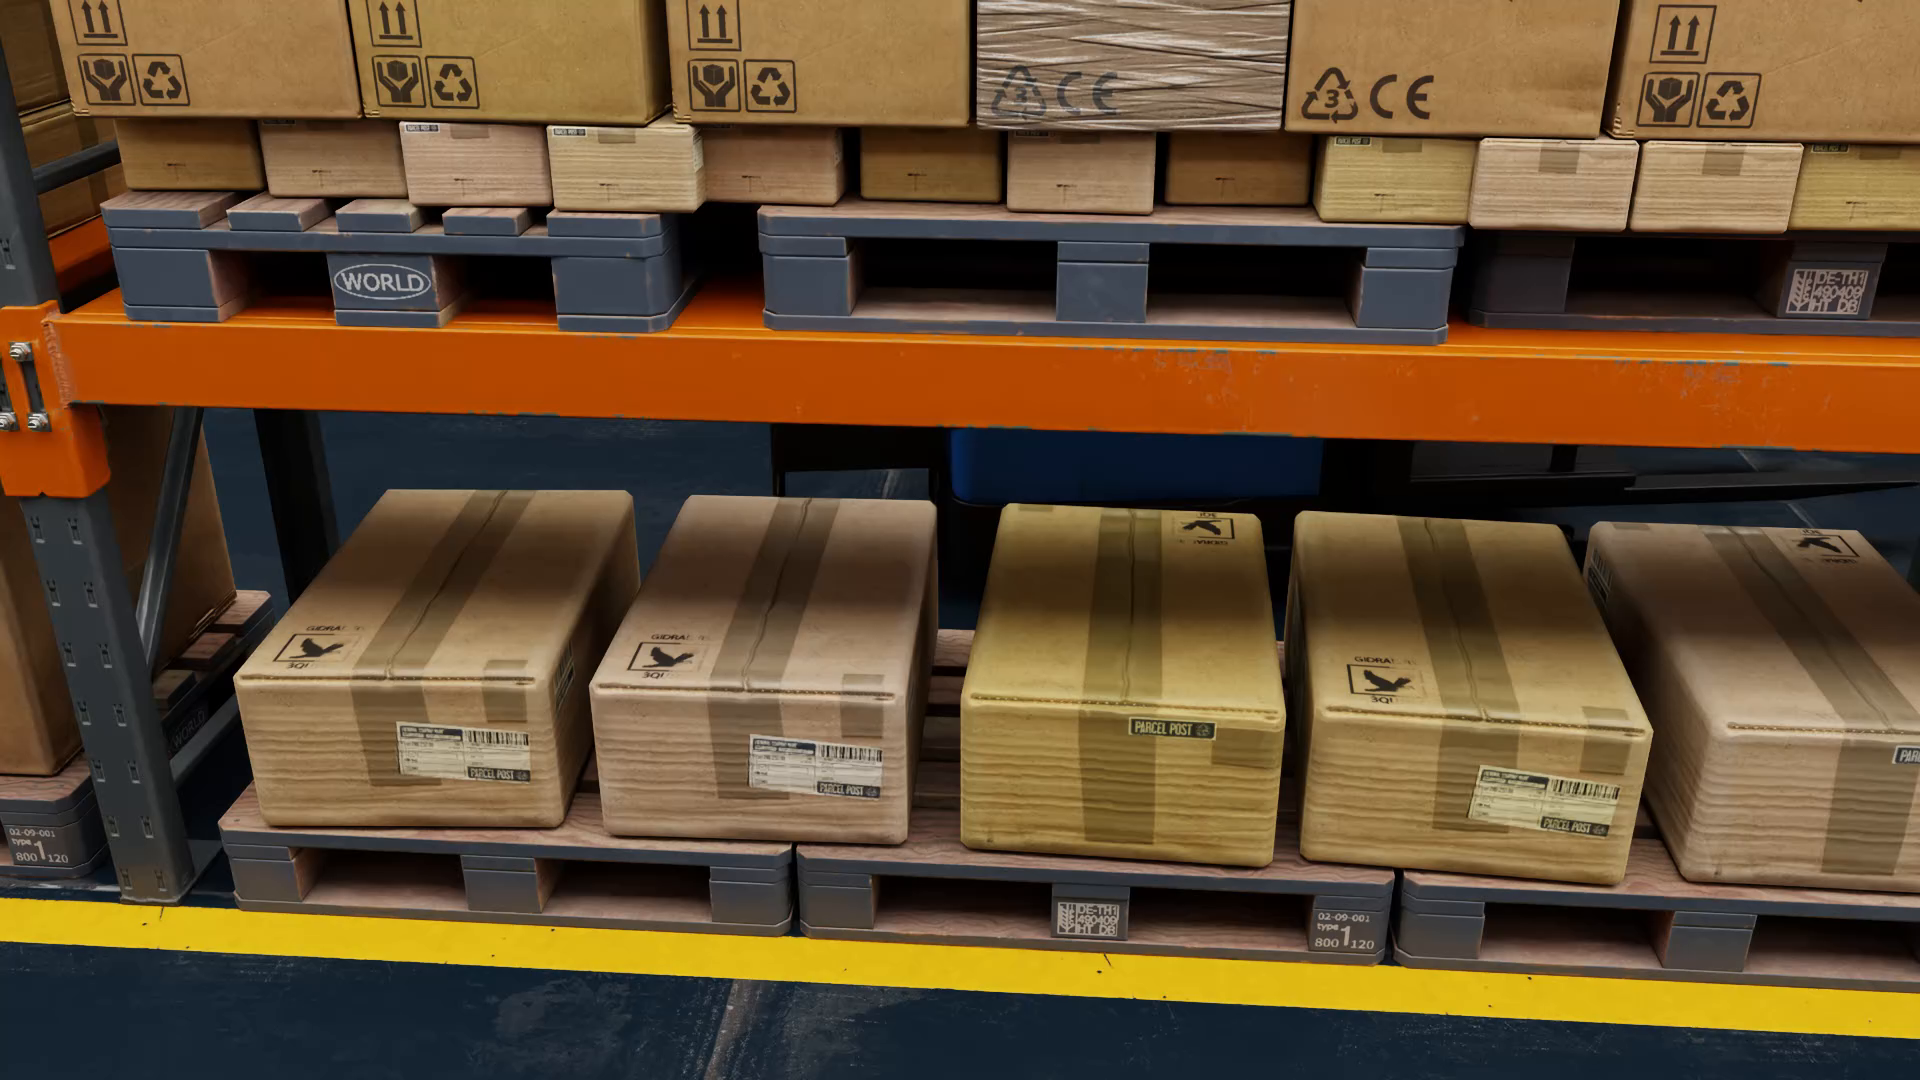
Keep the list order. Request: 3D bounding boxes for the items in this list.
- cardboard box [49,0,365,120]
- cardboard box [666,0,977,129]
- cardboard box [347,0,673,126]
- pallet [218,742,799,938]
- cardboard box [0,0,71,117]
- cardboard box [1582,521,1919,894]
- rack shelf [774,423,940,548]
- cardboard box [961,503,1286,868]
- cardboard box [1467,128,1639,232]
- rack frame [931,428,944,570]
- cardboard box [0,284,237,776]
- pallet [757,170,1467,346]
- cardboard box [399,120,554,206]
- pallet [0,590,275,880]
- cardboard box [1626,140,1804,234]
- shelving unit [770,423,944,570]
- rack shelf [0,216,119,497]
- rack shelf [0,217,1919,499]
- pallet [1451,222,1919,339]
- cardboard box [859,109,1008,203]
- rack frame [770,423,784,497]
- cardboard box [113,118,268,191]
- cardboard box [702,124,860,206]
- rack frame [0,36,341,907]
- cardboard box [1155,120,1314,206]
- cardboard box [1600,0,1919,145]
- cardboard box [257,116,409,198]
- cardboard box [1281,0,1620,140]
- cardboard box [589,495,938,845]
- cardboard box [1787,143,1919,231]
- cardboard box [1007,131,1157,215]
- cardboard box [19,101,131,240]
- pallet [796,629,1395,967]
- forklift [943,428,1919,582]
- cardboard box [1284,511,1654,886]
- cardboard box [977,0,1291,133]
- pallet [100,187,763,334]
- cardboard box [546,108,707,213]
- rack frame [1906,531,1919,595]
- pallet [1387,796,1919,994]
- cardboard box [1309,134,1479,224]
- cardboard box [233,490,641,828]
[{"bbox_3d":[-1.261,-1.050,2.965,0.500,0.500,0.500,1,25,3],"label":"cardboard box"},{"bbox_3d":[-0.211,-1.022,2.904,0.500,0.500,0.500,2,25,5],"label":"cardboard box"},{"bbox_3d":[-0.741,-1.036,2.935,0.500,0.500,0.500,3,25,7],"label":"cardboard box"},{"bbox_3d":[-0.913,0.503,3.904,1.213,0.211,1.003,2,25,4],"label":"pallet"},{"bbox_3d":[-2.179,-1.067,3.563,0.500,0.250,0.500,2,25,4],"label":"cardboard box"},{"bbox_3d":[1.773,0.326,3.595,0.625,0.372,0.950,2,25,5],"label":"cardboard box"},{"bbox_3d":[-0.315,-0.289,5.073,0.480,0.518,0.431,-2,25,-4],"label":"rack shelf"},{"bbox_3d":[0.362,0.283,3.688,0.625,0.372,0.950,3,25,6],"label":"cardboard box"},{"bbox_3d":[0.986,-0.655,2.884,0.250,0.149,0.380,2,25,4],"label":"cardboard box"},{"bbox_3d":[-0.072,-0.945,4.792,0.015,2.100,0.400,-2,25,-4],"label":"rack frame"},{"bbox_3d":[-2.375,-0.072,3.857,0.875,0.875,0.875,2,25,4],"label":"cardboard box"},{"bbox_3d":[0.285,-0.656,3.317,1.213,0.211,1.003,2,25,4],"label":"pallet"},{"bbox_3d":[-0.834,-0.727,3.040,0.250,0.149,0.380,0,25,1],"label":"cardboard box"},{"bbox_3d":[-2.473,0.421,4.083,1.213,0.211,1.003,2,25,4],"label":"pallet"},{"bbox_3d":[1.240,-0.648,2.869,0.250,0.149,0.380,1,25,3],"label":"cardboard box"},{"bbox_3d":[-0.315,-0.937,4.775,0.503,2.100,0.431,-2,25,-4],"label":"shelving unit"},{"bbox_3d":[-3.686,-0.527,3.666,4.000,0.370,1.077,2,25,4],"label":"rack shelf"},{"bbox_3d":[0.302,-0.399,3.388,4.000,0.370,1.077,2,25,4],"label":"rack shelf"},{"bbox_3d":[1.545,-0.659,3.324,1.213,0.211,1.003,2,25,4],"label":"pallet"},{"bbox_3d":[-0.030,-0.742,3.072,0.250,0.149,0.380,3,25,6],"label":"cardboard box"},{"bbox_3d":[-0.559,-0.930,4.758,0.015,2.100,0.400,-2,25,-4],"label":"rack frame"},{"bbox_3d":[-1.382,-0.778,3.151,0.250,0.149,0.380,0,25,1],"label":"cardboard box"},{"bbox_3d":[-0.315,-0.734,3.056,0.250,0.149,0.380,3,25,7],"label":"cardboard box"},{"bbox_3d":[-1.692,-0.789,3.377,0.127,3.000,1.000,2,25,4],"label":"rack frame"},{"bbox_3d":[0.491,-0.729,3.045,0.250,0.149,0.380,1,25,2],"label":"cardboard box"},{"bbox_3d":[1.323,-0.967,2.786,0.500,0.500,0.500,2,25,4],"label":"cardboard box"},{"bbox_3d":[-1.103,-0.755,3.101,0.250,0.149,0.380,0,25,1],"label":"cardboard box"},{"bbox_3d":[0.809,-0.986,2.827,0.500,0.500,0.500,3,25,6],"label":"cardboard box"},{"bbox_3d":[-0.393,0.256,3.746,0.625,0.372,0.950,1,25,3],"label":"cardboard box"},{"bbox_3d":[1.500,-0.655,2.884,0.250,0.149,0.380,1,25,2],"label":"cardboard box"},{"bbox_3d":[0.225,-0.706,2.994,0.250,0.149,0.380,3,25,6],"label":"cardboard box"},{"bbox_3d":[-2.161,-0.842,3.670,0.500,0.250,0.500,1,25,3],"label":"cardboard box"},{"bbox_3d":[0.300,0.543,3.817,1.213,0.211,1.003,2,25,4],"label":"pallet"},{"bbox_3d":[1.448,-1.405,4.797,3.031,2.935,1.130,-2,25,-4],"label":"forklift"},{"bbox_3d":[1.056,0.304,3.641,0.625,0.372,0.950,3,25,7],"label":"cardboard box"},{"bbox_3d":[0.287,-1.003,2.863,0.500,0.500,0.500,1,25,2],"label":"cardboard box"},{"bbox_3d":[-0.974,-0.724,3.464,1.003,0.211,1.213,2,25,4],"label":"pallet"},{"bbox_3d":[-0.561,-0.710,3.002,0.250,0.149,0.380,2,25,4],"label":"cardboard box"},{"bbox_3d":[2.296,-0.661,3.099,0.127,3.000,1.000,2,25,4],"label":"rack frame"},{"bbox_3d":[1.520,0.581,3.735,1.213,0.211,1.003,2,25,4],"label":"pallet"},{"bbox_3d":[0.746,-0.678,2.933,0.250,0.149,0.380,2,25,4],"label":"cardboard box"},{"bbox_3d":[-1.130,0.236,3.790,0.625,0.372,0.950,0,25,0],"label":"cardboard box"}]
